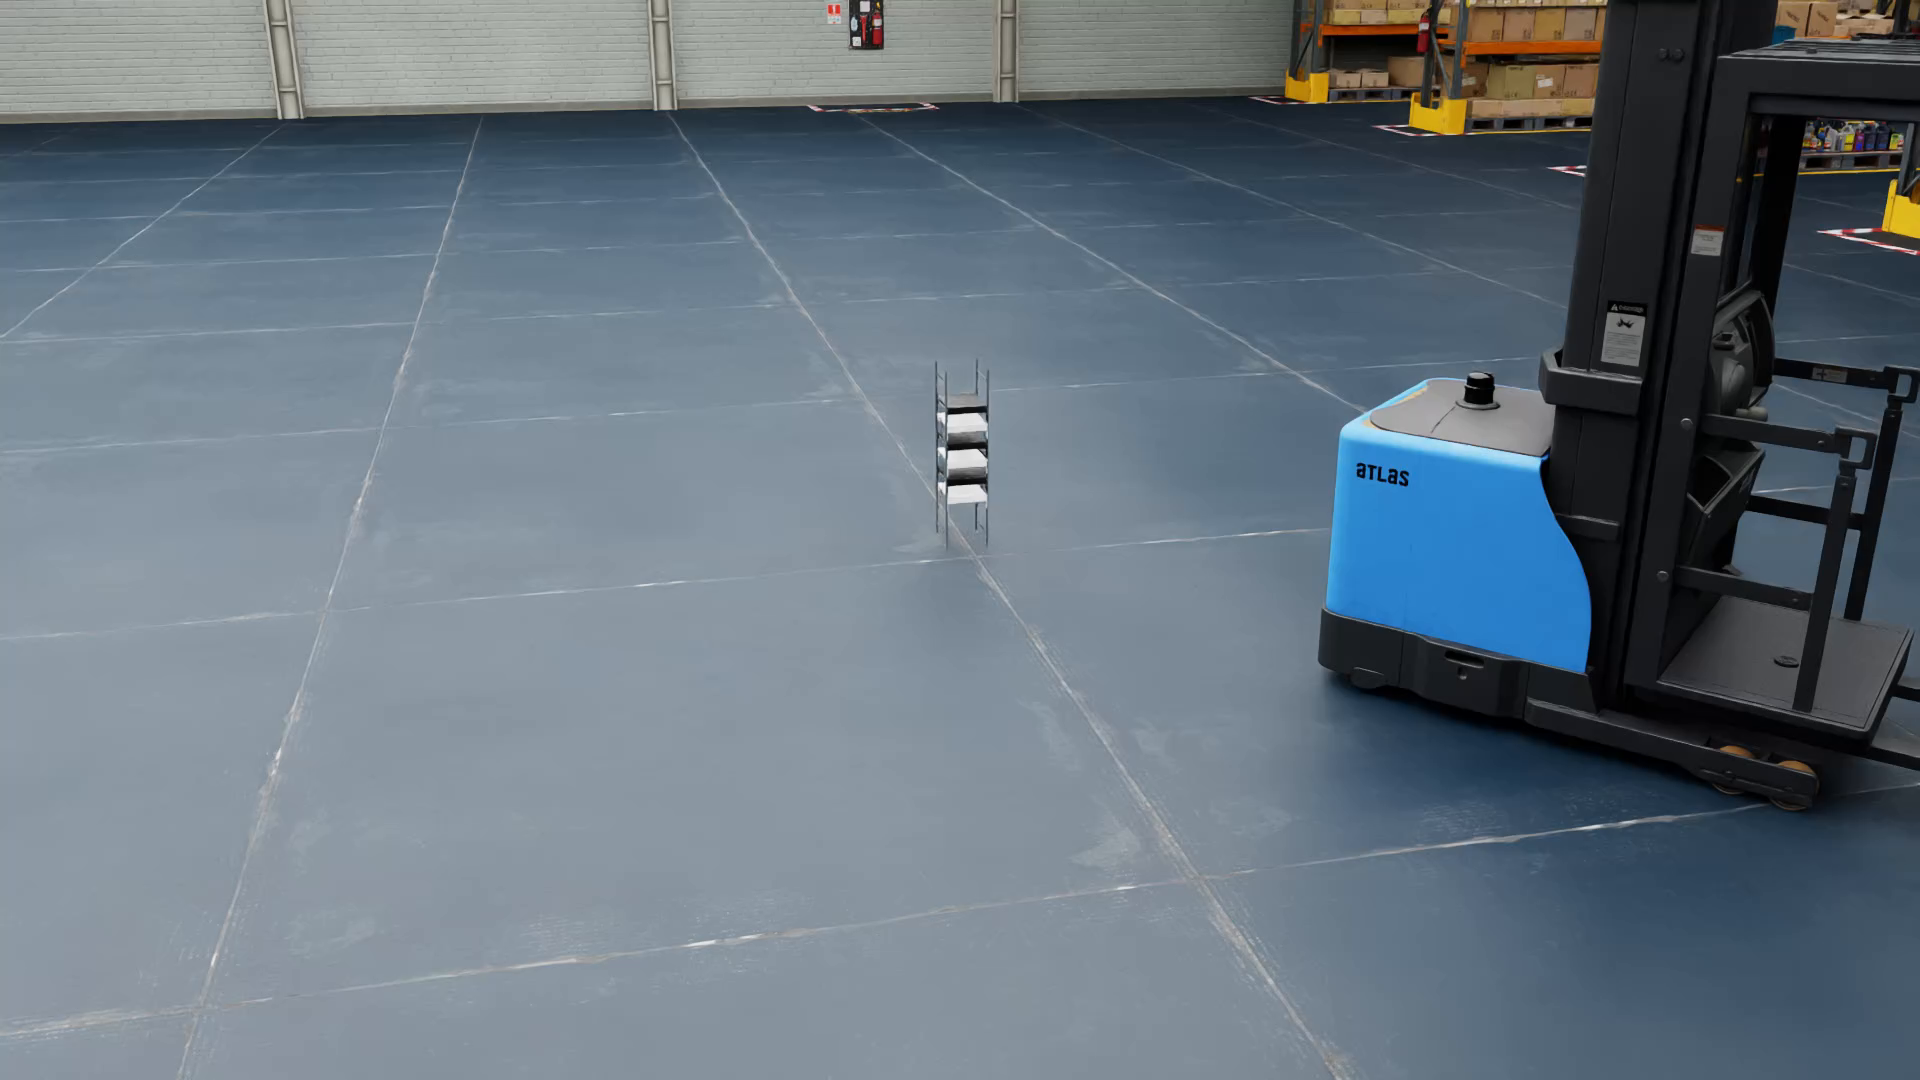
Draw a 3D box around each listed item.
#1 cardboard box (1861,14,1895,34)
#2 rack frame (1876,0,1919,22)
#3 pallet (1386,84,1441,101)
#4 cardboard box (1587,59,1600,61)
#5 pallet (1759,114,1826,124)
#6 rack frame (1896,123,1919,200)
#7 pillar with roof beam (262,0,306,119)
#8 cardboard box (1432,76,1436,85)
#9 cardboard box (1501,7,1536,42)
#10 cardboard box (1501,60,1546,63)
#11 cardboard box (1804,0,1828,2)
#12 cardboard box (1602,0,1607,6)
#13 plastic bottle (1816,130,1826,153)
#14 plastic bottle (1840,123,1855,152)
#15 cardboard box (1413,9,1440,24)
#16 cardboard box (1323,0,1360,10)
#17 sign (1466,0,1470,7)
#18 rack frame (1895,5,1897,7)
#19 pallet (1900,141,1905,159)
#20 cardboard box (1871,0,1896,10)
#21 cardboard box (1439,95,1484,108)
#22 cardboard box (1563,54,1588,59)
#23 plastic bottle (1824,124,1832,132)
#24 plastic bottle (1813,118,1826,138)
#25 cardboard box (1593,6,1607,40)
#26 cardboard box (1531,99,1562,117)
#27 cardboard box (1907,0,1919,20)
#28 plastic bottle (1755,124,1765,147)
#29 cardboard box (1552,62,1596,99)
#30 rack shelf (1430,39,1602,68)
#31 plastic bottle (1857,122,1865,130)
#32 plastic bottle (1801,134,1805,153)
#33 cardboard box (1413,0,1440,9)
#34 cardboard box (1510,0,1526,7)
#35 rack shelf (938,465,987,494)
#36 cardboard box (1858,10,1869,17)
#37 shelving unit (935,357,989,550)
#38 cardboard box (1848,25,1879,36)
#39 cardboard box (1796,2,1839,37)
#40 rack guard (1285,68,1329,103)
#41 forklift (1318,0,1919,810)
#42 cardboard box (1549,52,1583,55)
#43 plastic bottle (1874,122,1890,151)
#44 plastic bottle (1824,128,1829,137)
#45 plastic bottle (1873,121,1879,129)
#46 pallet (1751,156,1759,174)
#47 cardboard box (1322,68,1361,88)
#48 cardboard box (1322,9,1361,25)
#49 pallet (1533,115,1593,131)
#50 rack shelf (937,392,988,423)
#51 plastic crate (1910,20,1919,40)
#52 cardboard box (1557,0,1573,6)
[{"bbox_3d":[14.735,-8.276,26.675,0.500,0.311,0.500,-3,20,-9],"label":"cardboard box"},{"bbox_3d":[15.099,-8.332,26.698,0.127,3.000,1.000,-5,21,-12],"label":"rack frame"},{"bbox_3d":[8.227,-8.201,30.395,1.213,0.211,1.003,-5,21,-12],"label":"pallet"},{"bbox_3d":[10.198,-7.299,26.176,0.500,0.500,0.500,-5,21,-12],"label":"cardboard box"},{"bbox_3d":[13.104,-6.875,26.775,1.213,0.211,1.003,-5,21,-12],"label":"pallet"},{"bbox_3d":[9.589,-4.382,15.917,0.127,3.000,1.000,-5,21,-12],"label":"rack frame"},{"bbox_3d":[-9.874,-9.653,21.582,0.400,9.000,9.100,-5,21,-12],"label":"pillar with roof beam"},{"bbox_3d":[8.501,-8.421,30.447,0.250,0.149,0.380,-6,21,-17],"label":"cardboard box"},{"bbox_3d":[8.281,-7.821,25.160,0.500,0.500,0.700,-4,21,-11],"label":"cardboard box"},{"bbox_3d":[8.736,-7.183,25.859,0.500,0.500,0.500,-5,21,-12],"label":"cardboard box"},{"bbox_3d":[15.987,-10.259,31.354,0.500,0.500,0.500,-4,21,-11],"label":"cardboard box"},{"bbox_3d":[9.755,-8.173,25.178,0.250,0.149,0.380,-4,21,-11],"label":"cardboard box"},{"bbox_3d":[10.914,-5.056,21.083,0.097,0.271,0.097,0,20,0],"label":"plastic bottle"},{"bbox_3d":[11.281,-5.131,21.173,0.185,0.351,0.144,-5,21,-13],"label":"plastic bottle"},{"bbox_3d":[8.209,-9.351,29.670,0.500,0.250,0.500,-4,21,-12],"label":"cardboard box"},{"bbox_3d":[6.704,-9.585,29.217,0.500,0.500,0.500,-5,21,-12],"label":"cardboard box"},{"bbox_3d":[7.435,-7.956,24.299,0.005,0.325,0.100,-5,21,-12],"label":"sign"},{"bbox_3d":[17.848,-10.306,32.088,0.127,3.000,1.000,-5,21,-12],"label":"rack frame"},{"bbox_3d":[13.097,-5.123,21.992,1.213,0.211,1.003,-5,21,-12],"label":"pallet"},{"bbox_3d":[17.456,-10.381,31.687,0.500,0.500,0.500,-5,21,-13],"label":"cardboard box"},{"bbox_3d":[7.767,-6.746,25.756,0.500,0.250,0.500,-5,21,-12],"label":"cardboard box"},{"bbox_3d":[11.266,-8.827,31.046,0.500,0.500,0.700,-5,21,-14],"label":"cardboard box"},{"bbox_3d":[11.348,-5.305,21.764,0.097,0.271,0.097,0,20,0],"label":"plastic bottle"},{"bbox_3d":[11.277,-5.380,21.851,0.185,0.351,0.144,-6,21,-15],"label":"plastic bottle"},{"bbox_3d":[9.775,-7.942,25.491,0.500,0.500,0.700,-4,21,-12],"label":"cardboard box"},{"bbox_3d":[8.859,-6.653,25.502,0.500,0.250,0.500,-5,21,-12],"label":"cardboard box"},{"bbox_3d":[15.686,-8.663,26.848,0.500,0.500,0.700,-12,24,-31],"label":"cardboard box"},{"bbox_3d":[10.387,-5.271,21.662,0.135,0.276,0.152,-4,21,-12],"label":"plastic bottle"},{"bbox_3d":[9.347,-7.043,25.476,0.500,0.500,0.500,-5,21,-12],"label":"cardboard box"},{"bbox_3d":[9.260,-7.519,25.526,4.000,0.370,1.077,-5,21,-12],"label":"rack shelf"},{"bbox_3d":[11.931,-5.404,22.032,0.097,0.271,0.097,0,20,0],"label":"plastic bottle"},{"bbox_3d":[10.619,-5.032,21.017,0.097,0.271,0.097,0,20,0],"label":"plastic bottle"},{"bbox_3d":[8.191,-9.704,29.543,0.500,0.500,0.500,-4,20,-11],"label":"cardboard box"},{"bbox_3d":[8.244,-8.050,24.841,0.250,0.149,0.380,-5,21,-12],"label":"cardboard box"},{"bbox_3d":[0.008,-0.307,8.204,0.200,0.077,0.258,-5,21,-12],"label":"rack shelf"},{"bbox_3d":[17.081,-10.043,31.706,0.250,0.149,0.380,-4,20,-11],"label":"cardboard box"},{"bbox_3d":[0.008,-0.423,8.162,0.210,0.900,0.258,-5,21,-12],"label":"shelving unit"},{"bbox_3d":[14.287,-8.050,26.295,0.250,0.149,0.380,-5,21,-12],"label":"cardboard box"},{"bbox_3d":[13.469,-8.240,26.304,0.500,0.500,0.500,-6,21,-15],"label":"cardboard box"},{"bbox_3d":[6.244,-8.189,29.942,0.348,0.500,1.175,-5,21,-12],"label":"rack guard"},{"bbox_3d":[2.949,-0.648,5.822,3.031,2.935,1.130,14,24,33],"label":"forklift"},{"bbox_3d":[11.203,-9.158,30.858,0.500,0.250,0.500,-5,21,-14],"label":"cardboard box"},{"bbox_3d":[11.782,-5.172,21.284,0.185,0.351,0.144,-5,21,-14],"label":"plastic bottle"},{"bbox_3d":[11.097,-5.124,21.250,0.133,0.283,0.061,-5,21,-12],"label":"plastic bottle"},{"bbox_3d":[11.749,-5.220,21.416,0.185,0.351,0.144,-5,21,-12],"label":"plastic bottle"},{"bbox_3d":[9.304,-4.815,21.152,1.213,0.211,1.003,-5,21,-12],"label":"pallet"},{"bbox_3d":[6.864,-8.325,29.950,0.500,0.311,0.500,-7,21,-19],"label":"cardboard box"},{"bbox_3d":[6.718,-9.228,29.333,0.500,0.250,0.500,-5,21,-14],"label":"cardboard box"},{"bbox_3d":[9.233,-6.559,25.913,1.213,0.211,1.003,-5,21,-12],"label":"pallet"},{"bbox_3d":[0.008,-0.645,8.080,0.200,0.077,0.258,-5,21,-12],"label":"rack shelf"},{"bbox_3d":[12.743,-6.528,21.680,0.583,0.464,0.402,-5,21,-12],"label":"plastic crate"},{"bbox_3d":[8.998,-8.112,25.009,0.250,0.149,0.380,-5,21,-13],"label":"cardboard box"}]
